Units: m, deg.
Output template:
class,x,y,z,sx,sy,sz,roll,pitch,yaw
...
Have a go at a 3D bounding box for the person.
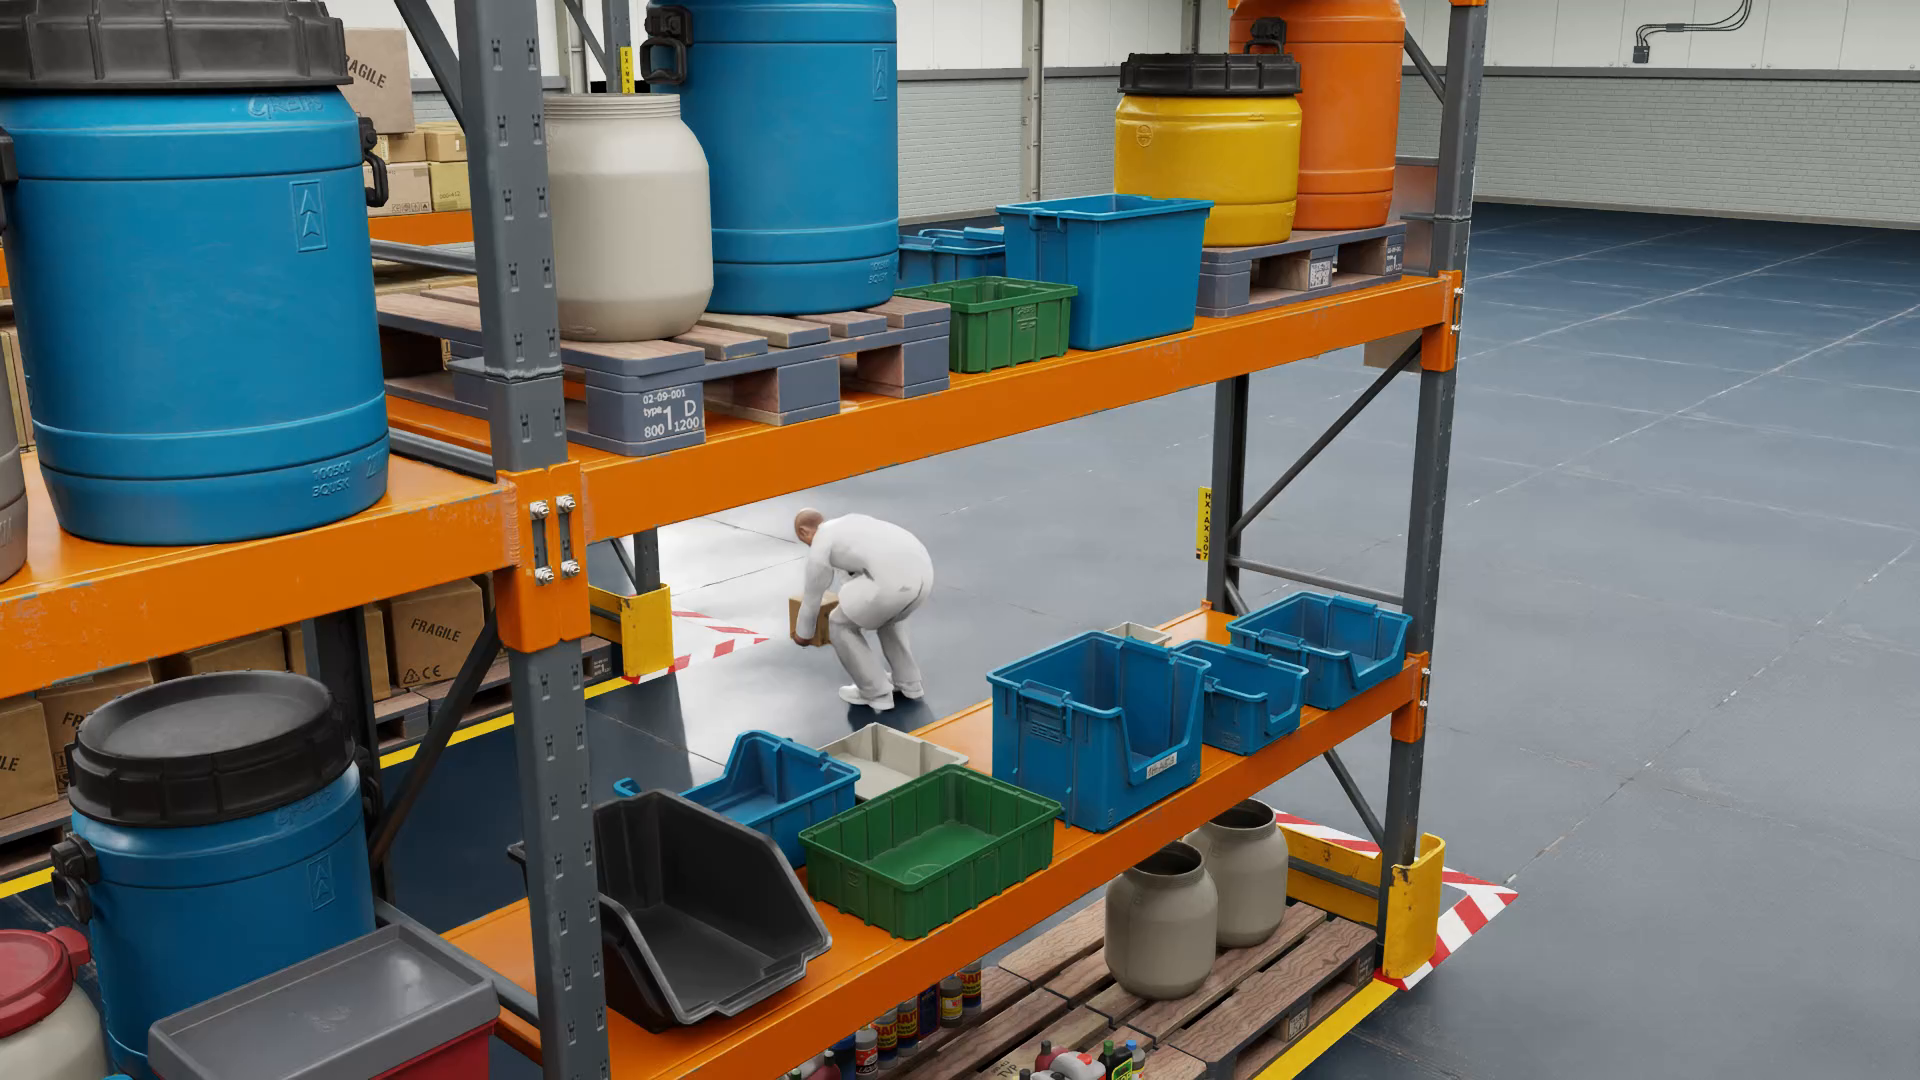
class,x,y,z,sx,sy,sz,roll,pitch,yaw
person,-0.573,0.380,9.574,0.943,1.045,0.593,13,21,37
